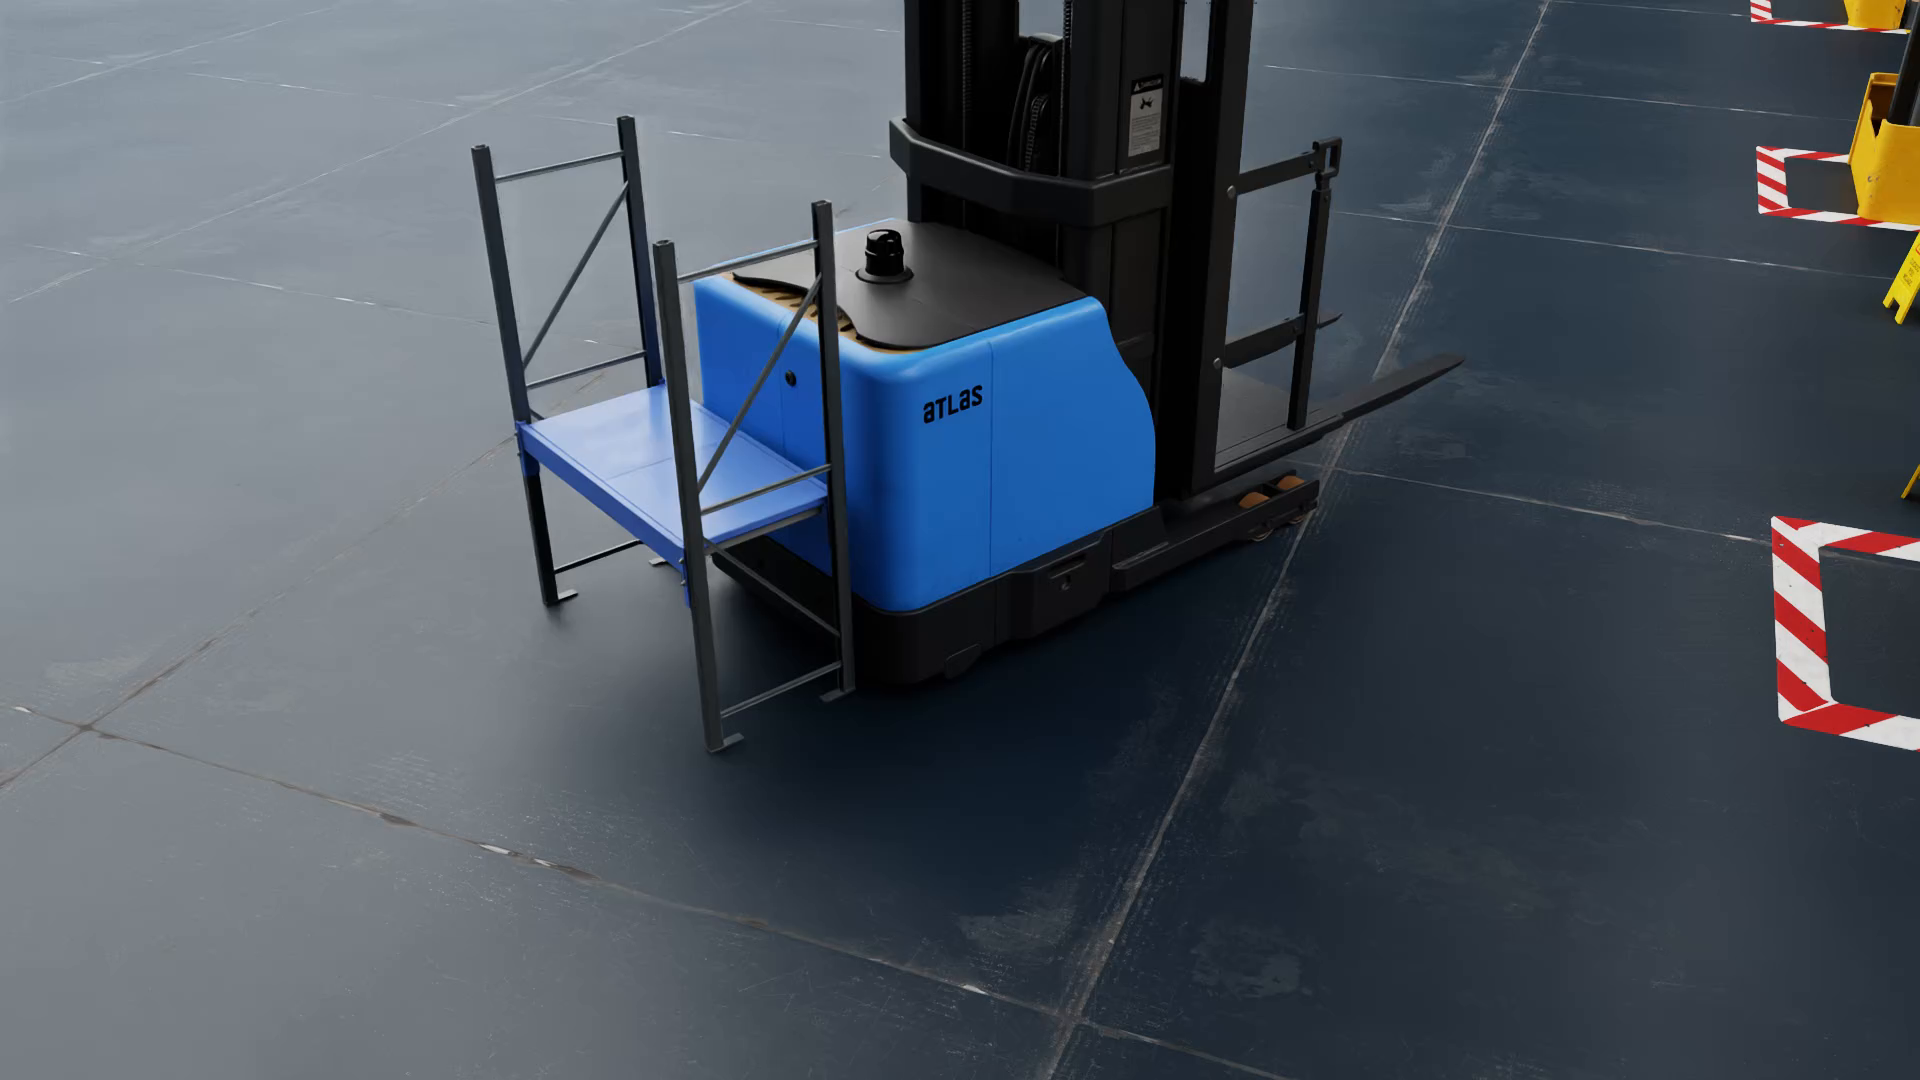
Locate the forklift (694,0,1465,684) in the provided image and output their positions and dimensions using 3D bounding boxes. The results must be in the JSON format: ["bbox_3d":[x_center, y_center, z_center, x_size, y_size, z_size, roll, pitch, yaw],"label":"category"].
[{"bbox_3d":[0.631,-1.448,5.334,3.031,2.935,1.130,-23,37,-34],"label":"forklift"}]

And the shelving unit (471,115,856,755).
[{"bbox_3d":[-0.838,-0.326,4.797,0.538,1.500,1.048,-22,36,-33],"label":"shelving unit"}]

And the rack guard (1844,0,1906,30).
[{"bbox_3d":[7.151,-4.362,12.959,0.348,0.500,1.175,11,31,19],"label":"rack guard"}]

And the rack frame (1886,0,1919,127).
[{"bbox_3d":[5.122,-3.222,8.401,0.127,3.000,1.000,11,31,19],"label":"rack frame"}]

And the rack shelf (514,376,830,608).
[{"bbox_3d":[-0.837,-0.171,4.886,0.538,0.185,1.000,-22,36,-33],"label":"rack shelf"}]

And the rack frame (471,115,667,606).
[{"bbox_3d":[-1.156,-0.522,5.143,0.500,1.500,0.032,-22,36,-33],"label":"rack frame"}]

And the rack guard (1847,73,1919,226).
[{"bbox_3d":[5.100,-2.138,9.024,0.348,0.500,1.175,11,31,19],"label":"rack guard"}]

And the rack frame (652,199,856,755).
[{"bbox_3d":[-0.521,-0.131,4.451,0.500,1.500,0.032,-22,36,-33],"label":"rack frame"}]

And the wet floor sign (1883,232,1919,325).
[{"bbox_3d":[4.351,-1.299,7.393,0.232,0.644,0.267,6,30,11],"label":"wet floor sign"}]

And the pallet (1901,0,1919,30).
[{"bbox_3d":[7.891,-4.070,12.736,1.213,0.211,1.003,11,31,19],"label":"pallet"}]

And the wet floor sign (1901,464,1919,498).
[{"bbox_3d":[3.581,-0.444,5.880,0.232,0.644,0.267,24,37,36],"label":"wet floor sign"}]
